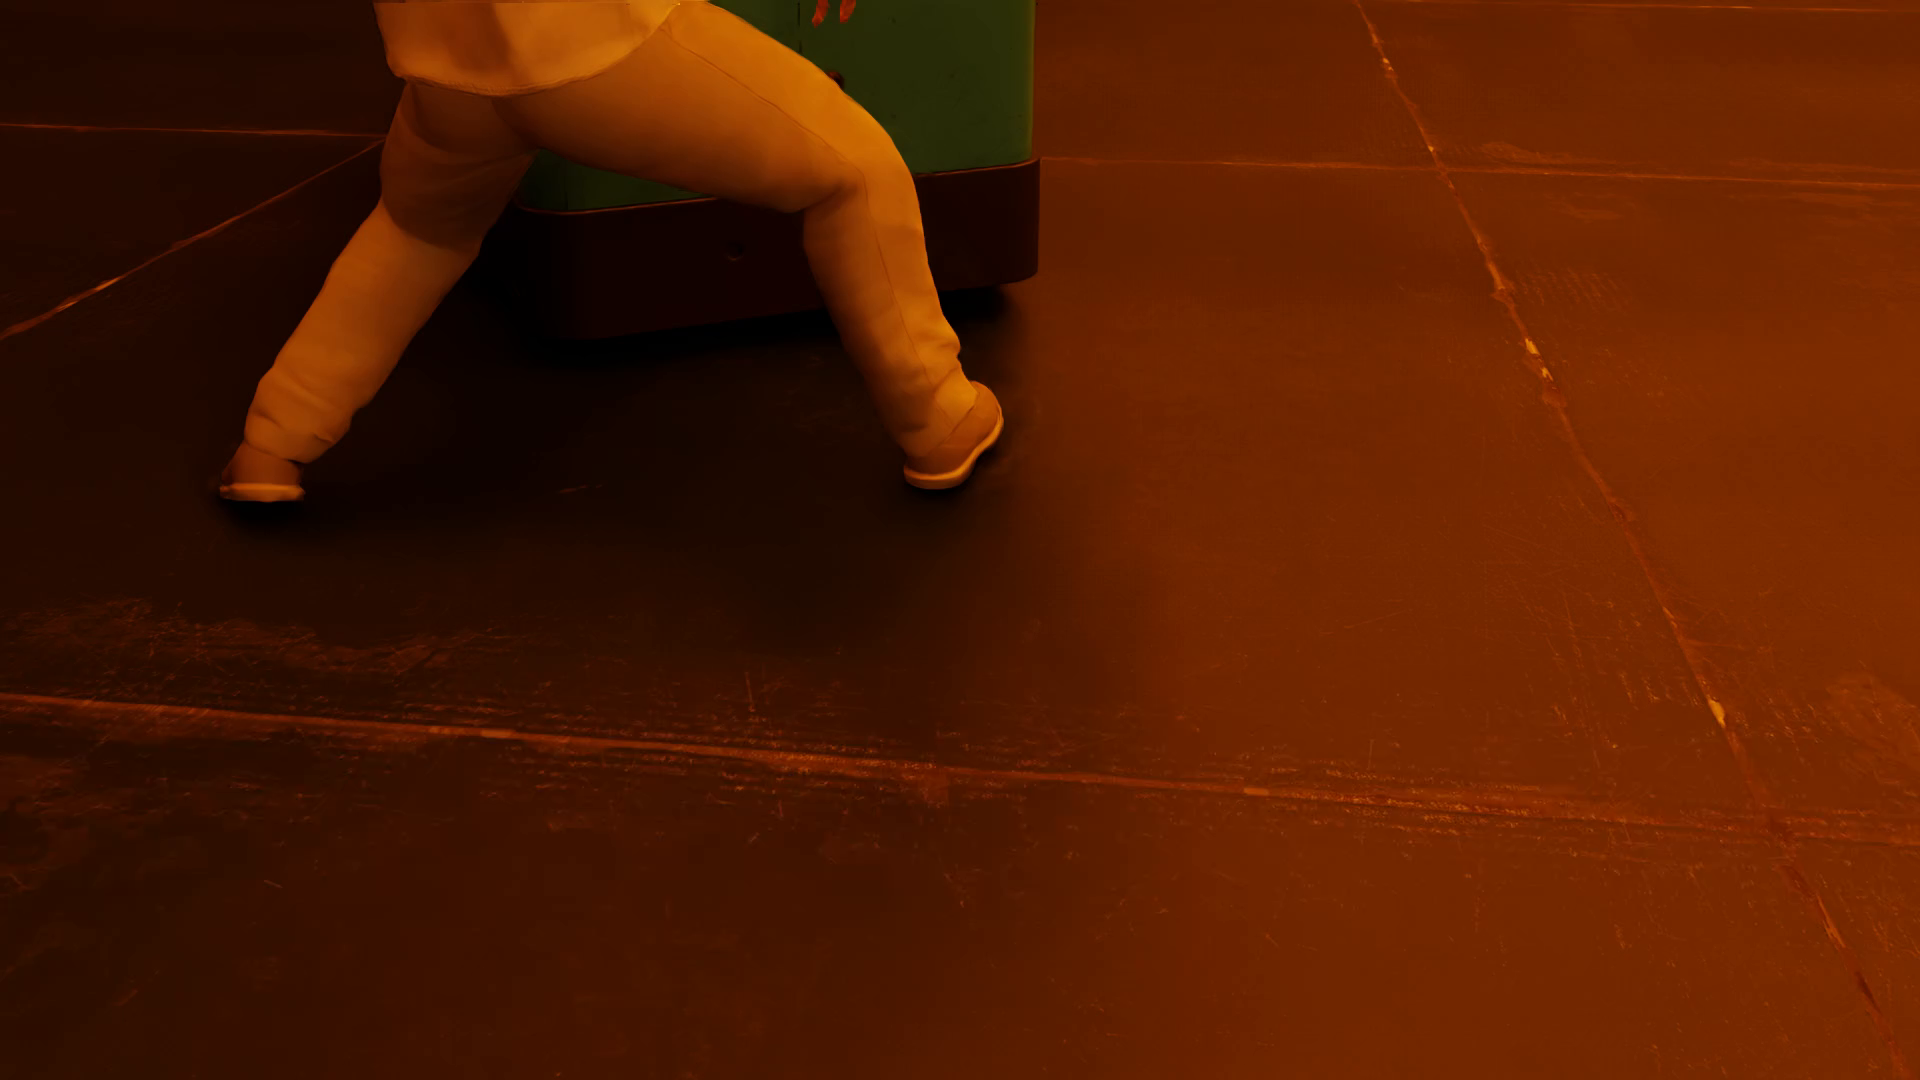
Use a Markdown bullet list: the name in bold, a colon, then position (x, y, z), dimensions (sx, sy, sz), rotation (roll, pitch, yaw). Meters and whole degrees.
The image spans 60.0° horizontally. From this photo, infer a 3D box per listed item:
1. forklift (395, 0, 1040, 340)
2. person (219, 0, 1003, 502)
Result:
- **forklift**: position (-0.888, -2.314, 3.856), dimensions (1.130, 2.935, 3.031), rotation (-11, 29, -21)
- **person**: position (-0.555, -0.804, 2.409), dimensions (1.066, 1.600, 0.942), rotation (16, 31, 30)
